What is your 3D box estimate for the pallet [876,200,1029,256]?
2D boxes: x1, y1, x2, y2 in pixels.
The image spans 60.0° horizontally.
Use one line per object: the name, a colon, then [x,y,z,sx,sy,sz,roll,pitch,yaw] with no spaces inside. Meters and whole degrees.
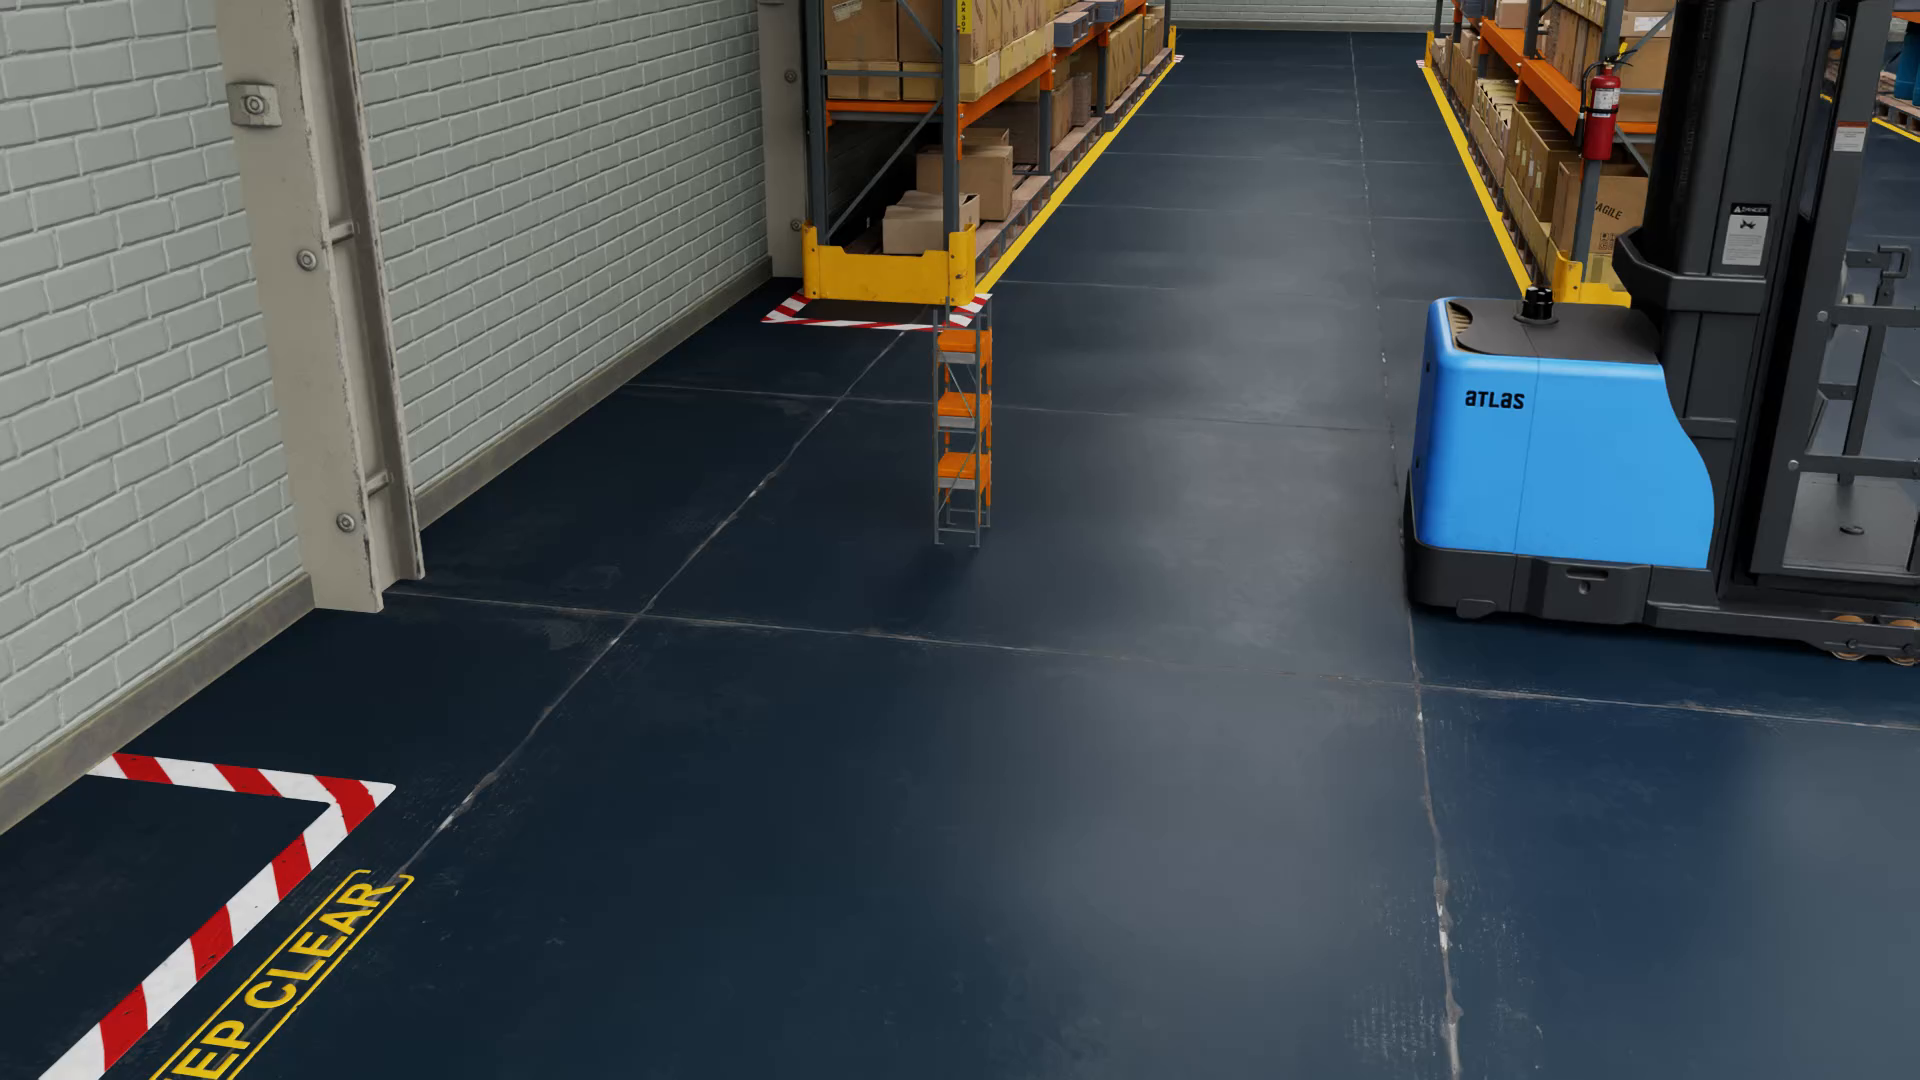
pallet: [-0.040,-2.530,13.354,1.003,0.211,1.213,4,22,11]

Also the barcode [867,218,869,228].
barcode: [-0.665,-2.301,12.050,0.001,0.075,0.075,4,22,11]

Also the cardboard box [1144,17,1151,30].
cardboard box: [2.443,-7.159,23.029,0.380,0.149,0.250,5,23,13]

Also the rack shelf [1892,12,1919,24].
rack shelf: [11.232,-5.625,18.268,1.077,0.370,4.000,4,22,11]

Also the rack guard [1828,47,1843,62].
rack guard: [12.449,-7.003,24.074,1.175,0.500,0.348,4,22,11]

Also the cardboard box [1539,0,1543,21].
cardboard box: [5.542,-4.845,15.235,0.500,0.500,0.500,4,22,11]

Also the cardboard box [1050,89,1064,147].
cardboard box: [0.643,-4.211,16.551,0.700,0.500,0.500,5,22,12]

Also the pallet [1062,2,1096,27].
pallet: [0.762,-5.166,16.423,1.003,0.211,1.213,4,22,11]

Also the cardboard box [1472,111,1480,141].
cardboard box: [5.480,-4.173,16.817,0.500,0.250,0.500,4,22,9]

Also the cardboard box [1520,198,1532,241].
cardboard box: [4.458,-2.368,12.337,0.500,0.250,0.500,4,22,11]

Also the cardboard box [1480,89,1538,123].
cardboard box: [5.376,-4.238,16.228,0.500,0.311,0.500,4,22,9]

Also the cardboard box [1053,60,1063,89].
cardboard box: [0.752,-4.715,16.800,0.500,0.250,0.500,4,22,11]

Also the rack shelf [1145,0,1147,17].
rack shelf: [2.350,-7.843,23.776,1.077,0.370,4.000,4,22,11]

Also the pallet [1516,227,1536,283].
pallet: [4.710,-2.115,12.322,1.003,0.211,1.213,4,22,11]

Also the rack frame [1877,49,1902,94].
rack frame: [11.641,-6.690,19.950,1.000,3.000,0.127,4,22,11]

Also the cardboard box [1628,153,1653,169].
cardboard box: [4.771,-2.310,11.188,0.500,0.500,0.500,4,22,11]

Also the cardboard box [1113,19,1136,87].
cardboard box: [1.758,-6.070,20.726,0.750,0.750,0.750,5,23,13]

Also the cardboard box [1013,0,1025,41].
cardboard box: [0.201,-4.054,12.575,0.500,0.500,0.500,5,23,13]

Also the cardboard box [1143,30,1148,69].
cardboard box: [2.195,-6.746,22.873,0.700,0.500,0.500,5,22,12]

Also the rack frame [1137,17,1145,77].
rack frame: [1.942,-7.445,21.825,1.000,3.000,0.127,4,22,11]

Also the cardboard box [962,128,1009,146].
cardboard box: [0.137,-3.182,13.995,0.500,0.500,0.500,3,22,7]

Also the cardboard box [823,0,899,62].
cardboard box: [-0.619,-3.533,11.281,0.500,0.500,0.500,4,22,10]

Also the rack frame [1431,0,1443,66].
rack frame: [7.608,-8.532,24.523,1.000,3.000,0.127,4,22,11]

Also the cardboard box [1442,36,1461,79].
cardboard box: [6.631,-6.344,21.847,0.500,0.500,0.500,4,22,11]

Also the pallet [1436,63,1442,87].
pallet: [7.180,-6.474,23.147,1.003,0.211,1.213,4,22,11]

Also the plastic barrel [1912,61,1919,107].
plastic barrel: [11.368,-5.455,19.130,0.600,0.901,0.708,4,22,11]

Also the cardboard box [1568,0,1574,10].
cardboard box: [4.656,-3.936,12.108,0.380,0.149,0.250,4,22,9]

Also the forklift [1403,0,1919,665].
forklift: [3.356,-1.111,6.188,3.031,2.935,1.130,5,22,12]

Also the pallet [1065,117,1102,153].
pallet: [0.965,-4.403,18.005,1.003,0.211,1.213,4,22,11]

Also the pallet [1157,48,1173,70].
pallet: [2.672,-7.316,25.238,1.003,0.211,1.213,4,22,11]

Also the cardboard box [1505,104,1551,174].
cardboard box: [4.759,-3.265,13.560,0.500,0.500,0.500,4,22,11]

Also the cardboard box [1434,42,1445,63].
cardboard box: [7.016,-6.918,23.607,0.500,0.250,0.500,4,22,11]

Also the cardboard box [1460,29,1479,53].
cardboard box: [6.251,-5.938,19.834,0.500,0.250,0.500,5,22,11]

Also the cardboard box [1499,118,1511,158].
cardboard box: [4.962,-3.493,14.379,0.500,0.311,0.500,4,22,11]

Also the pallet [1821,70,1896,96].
pallet: [11.999,-6.116,22.257,1.003,0.211,1.213,4,22,11]

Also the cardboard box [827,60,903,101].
cardboard box: [-0.601,-3.182,11.414,0.500,0.250,0.500,5,22,12]

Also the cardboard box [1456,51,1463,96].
cardboard box: [6.248,-5.577,19.944,0.500,0.500,0.500,5,22,12]

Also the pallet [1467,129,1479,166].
pallet: [5.770,-4.015,17.039,1.003,0.211,1.213,4,22,11]

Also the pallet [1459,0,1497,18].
pallet: [6.046,-5.771,17.923,1.213,0.211,1.003,4,22,11]

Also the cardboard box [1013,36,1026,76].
cardboard box: [0.211,-3.712,12.730,0.500,0.250,0.500,5,22,11]

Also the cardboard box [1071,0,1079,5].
cardboard box: [0.807,-5.603,16.528,0.700,0.500,0.500,4,22,11]

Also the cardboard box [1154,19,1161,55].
cardboard box: [2.611,-7.497,24.737,0.700,0.500,0.500,4,22,11]

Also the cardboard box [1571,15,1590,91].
cardboard box: [4.765,-3.463,11.803,0.700,0.500,0.500,5,23,13]

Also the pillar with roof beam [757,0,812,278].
pillar with roof beam: [3.004,-5.833,9.792,9.100,9.000,0.400,4,22,11]

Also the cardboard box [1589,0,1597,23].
cardboard box: [4.446,-3.559,11.174,0.380,0.149,0.250,5,23,13]

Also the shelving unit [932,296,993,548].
shelving unit: [0.011,-0.507,7.206,0.215,1.050,0.252,4,22,11]

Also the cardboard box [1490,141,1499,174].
cardboard box: [5.066,-3.421,14.952,0.500,0.250,0.500,4,22,10]

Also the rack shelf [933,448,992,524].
rack shelf: [0.011,-0.239,7.314,0.215,0.259,0.240,4,22,11]

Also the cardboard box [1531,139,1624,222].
cardboard box: [4.351,-2.533,11.743,0.500,0.500,0.500,4,22,11]
